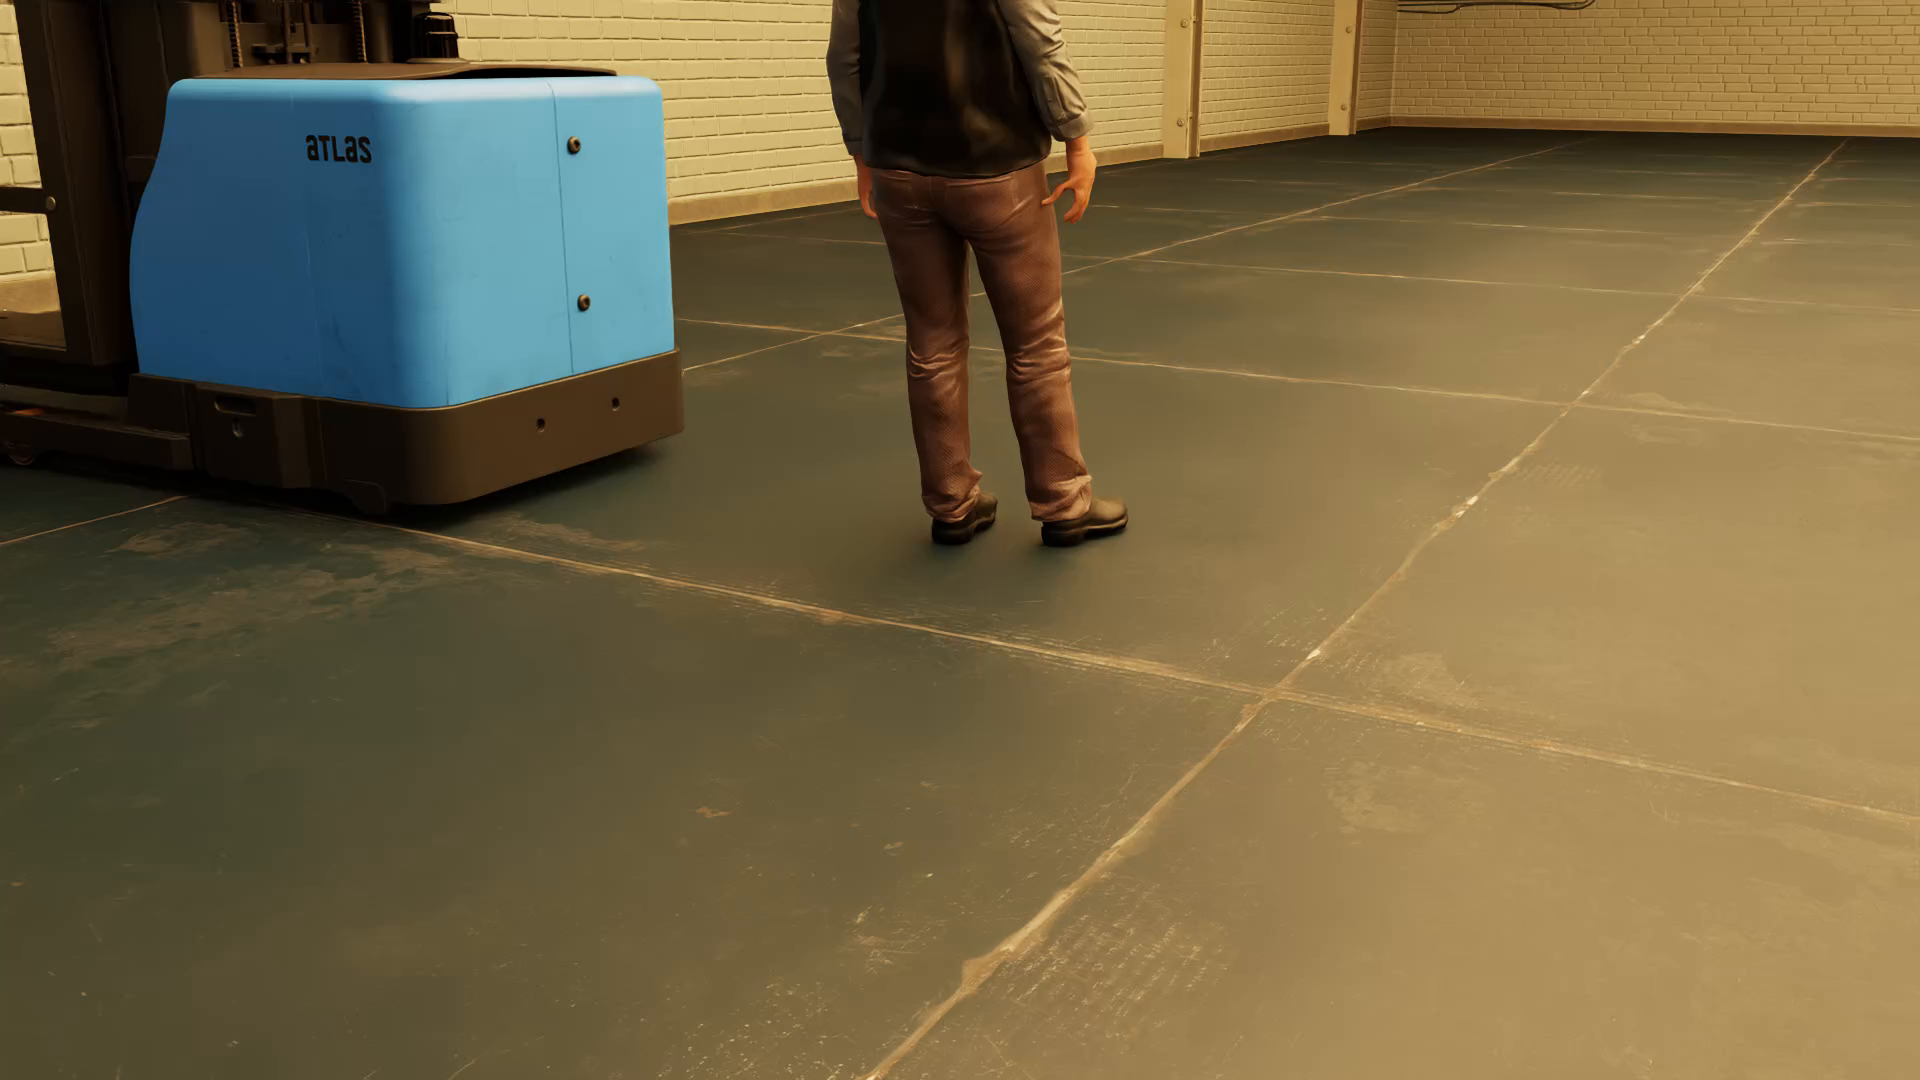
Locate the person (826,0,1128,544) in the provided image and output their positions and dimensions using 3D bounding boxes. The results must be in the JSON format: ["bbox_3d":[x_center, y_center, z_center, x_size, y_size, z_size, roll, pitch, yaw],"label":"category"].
[{"bbox_3d":[0.037,-0.847,3.844,0.633,1.721,0.568,9,19,28],"label":"person"}]

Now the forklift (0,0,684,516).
[{"bbox_3d":[-2.359,-1.740,4.761,3.031,2.935,1.130,8,18,26],"label":"forklift"}]
